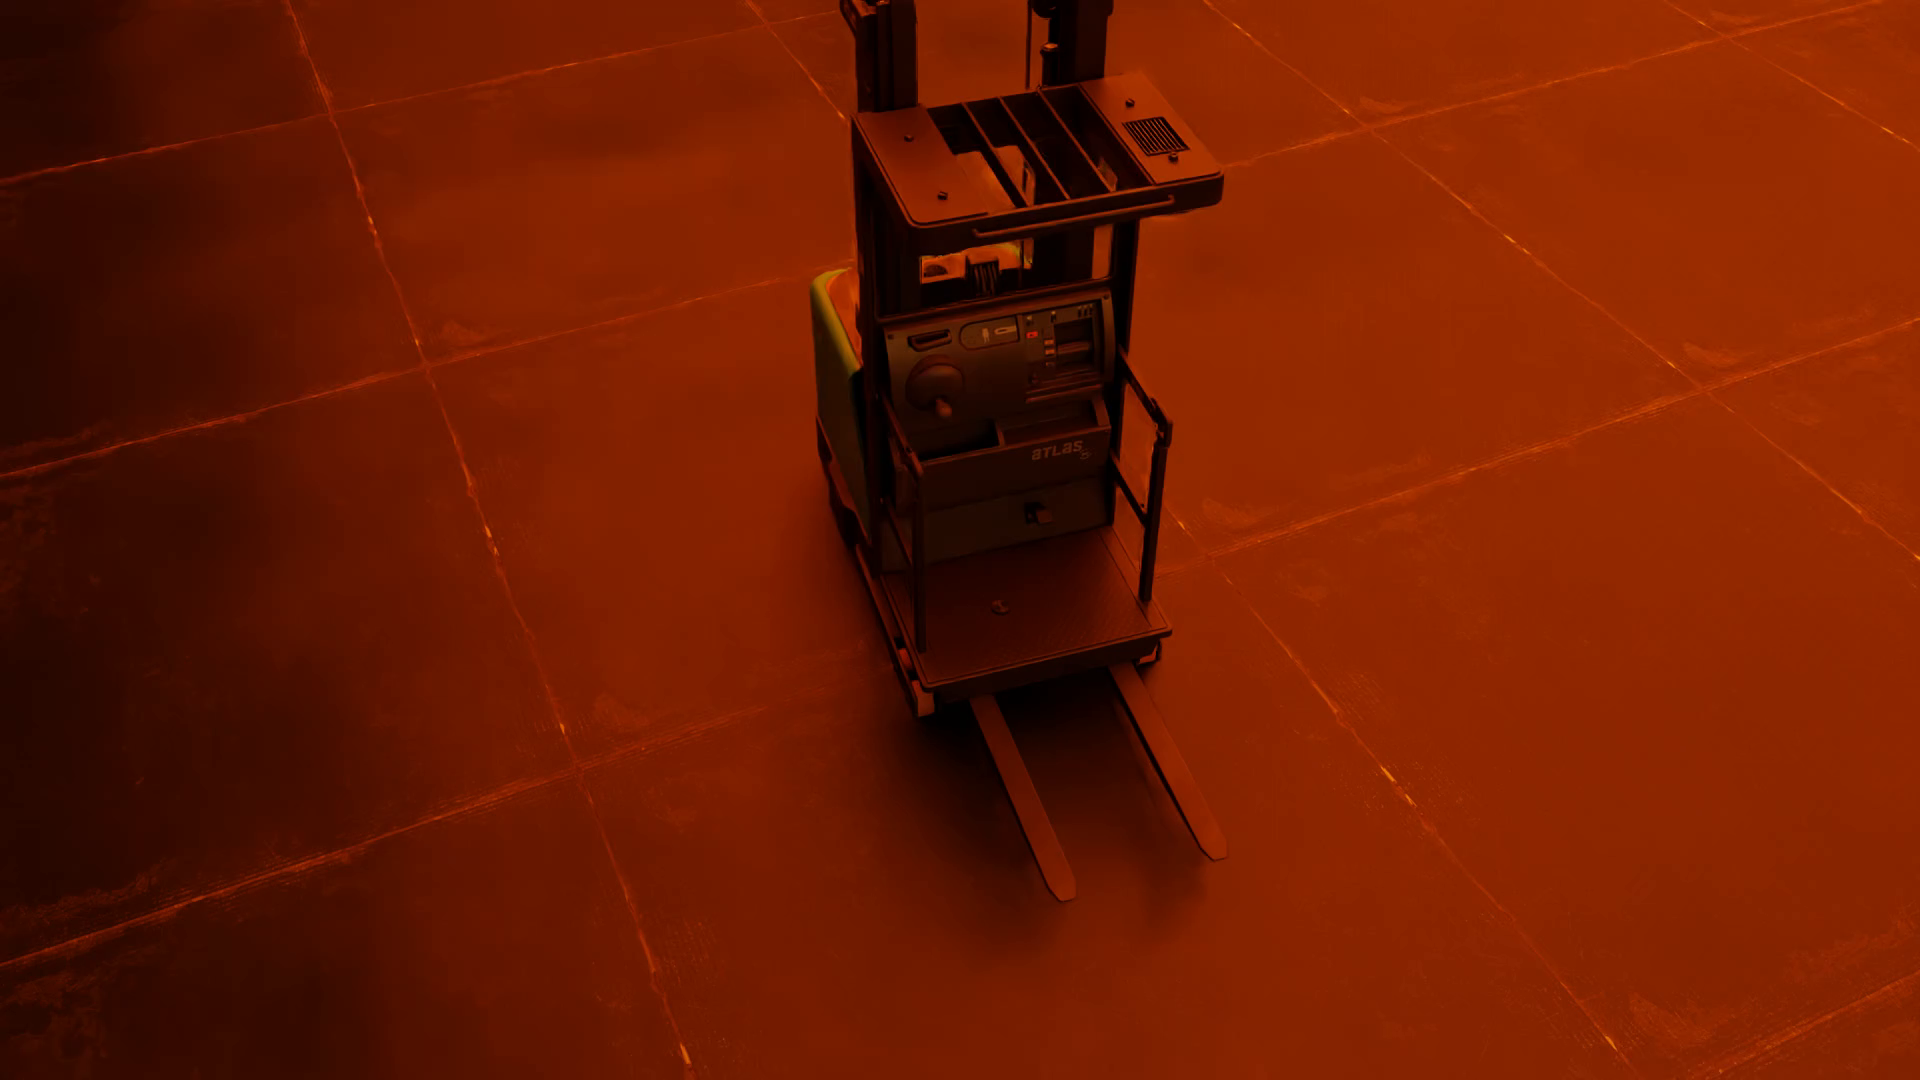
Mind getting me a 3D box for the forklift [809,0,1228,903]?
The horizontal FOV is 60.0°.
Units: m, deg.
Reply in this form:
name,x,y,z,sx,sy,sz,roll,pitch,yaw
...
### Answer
name,x,y,z,sx,sy,sz,roll,pitch,yaw
forklift,0.229,-0.637,6.362,1.130,2.935,3.031,-12,44,-13
